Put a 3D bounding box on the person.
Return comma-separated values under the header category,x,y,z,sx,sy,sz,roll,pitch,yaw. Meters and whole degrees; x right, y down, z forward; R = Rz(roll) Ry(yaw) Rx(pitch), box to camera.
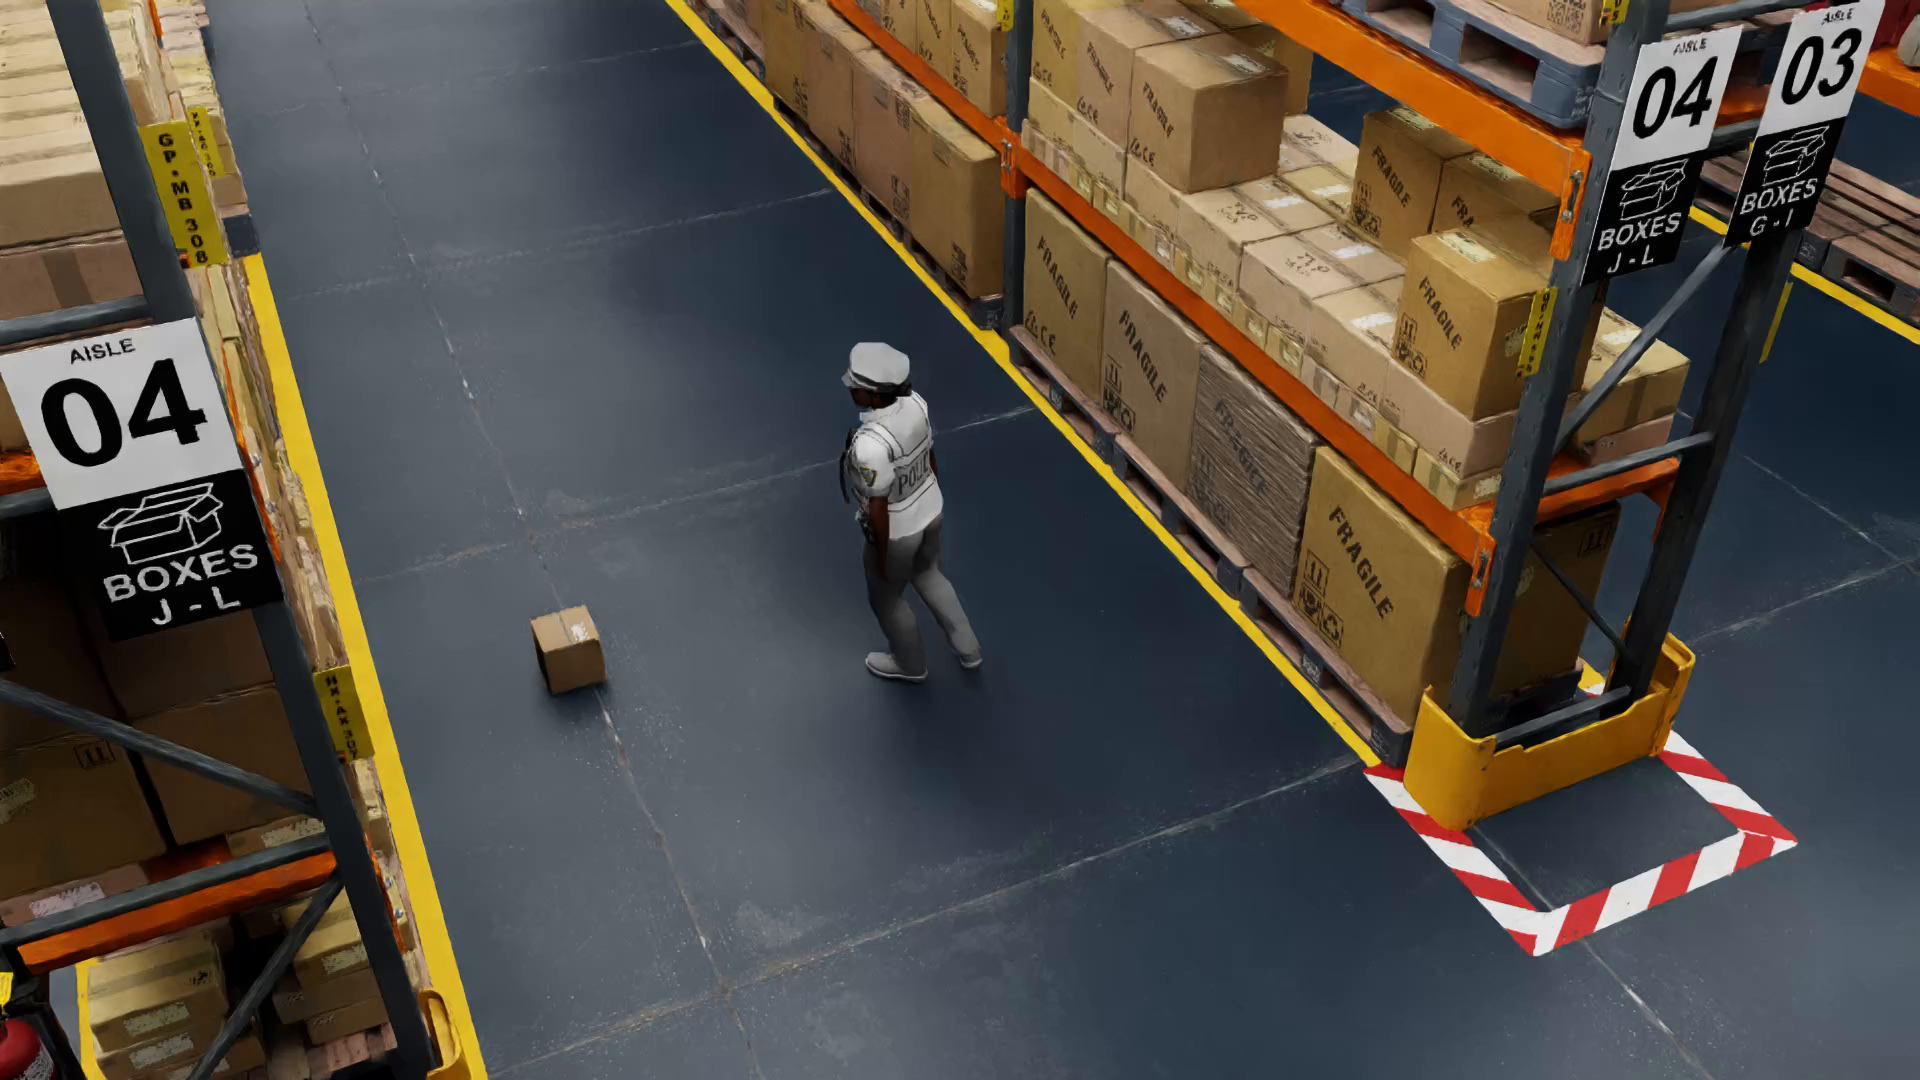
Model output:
category,x,y,z,sx,sy,sz,roll,pitch,yaw
person,-0.185,-0.066,6.931,0.515,1.666,0.519,20,42,24
